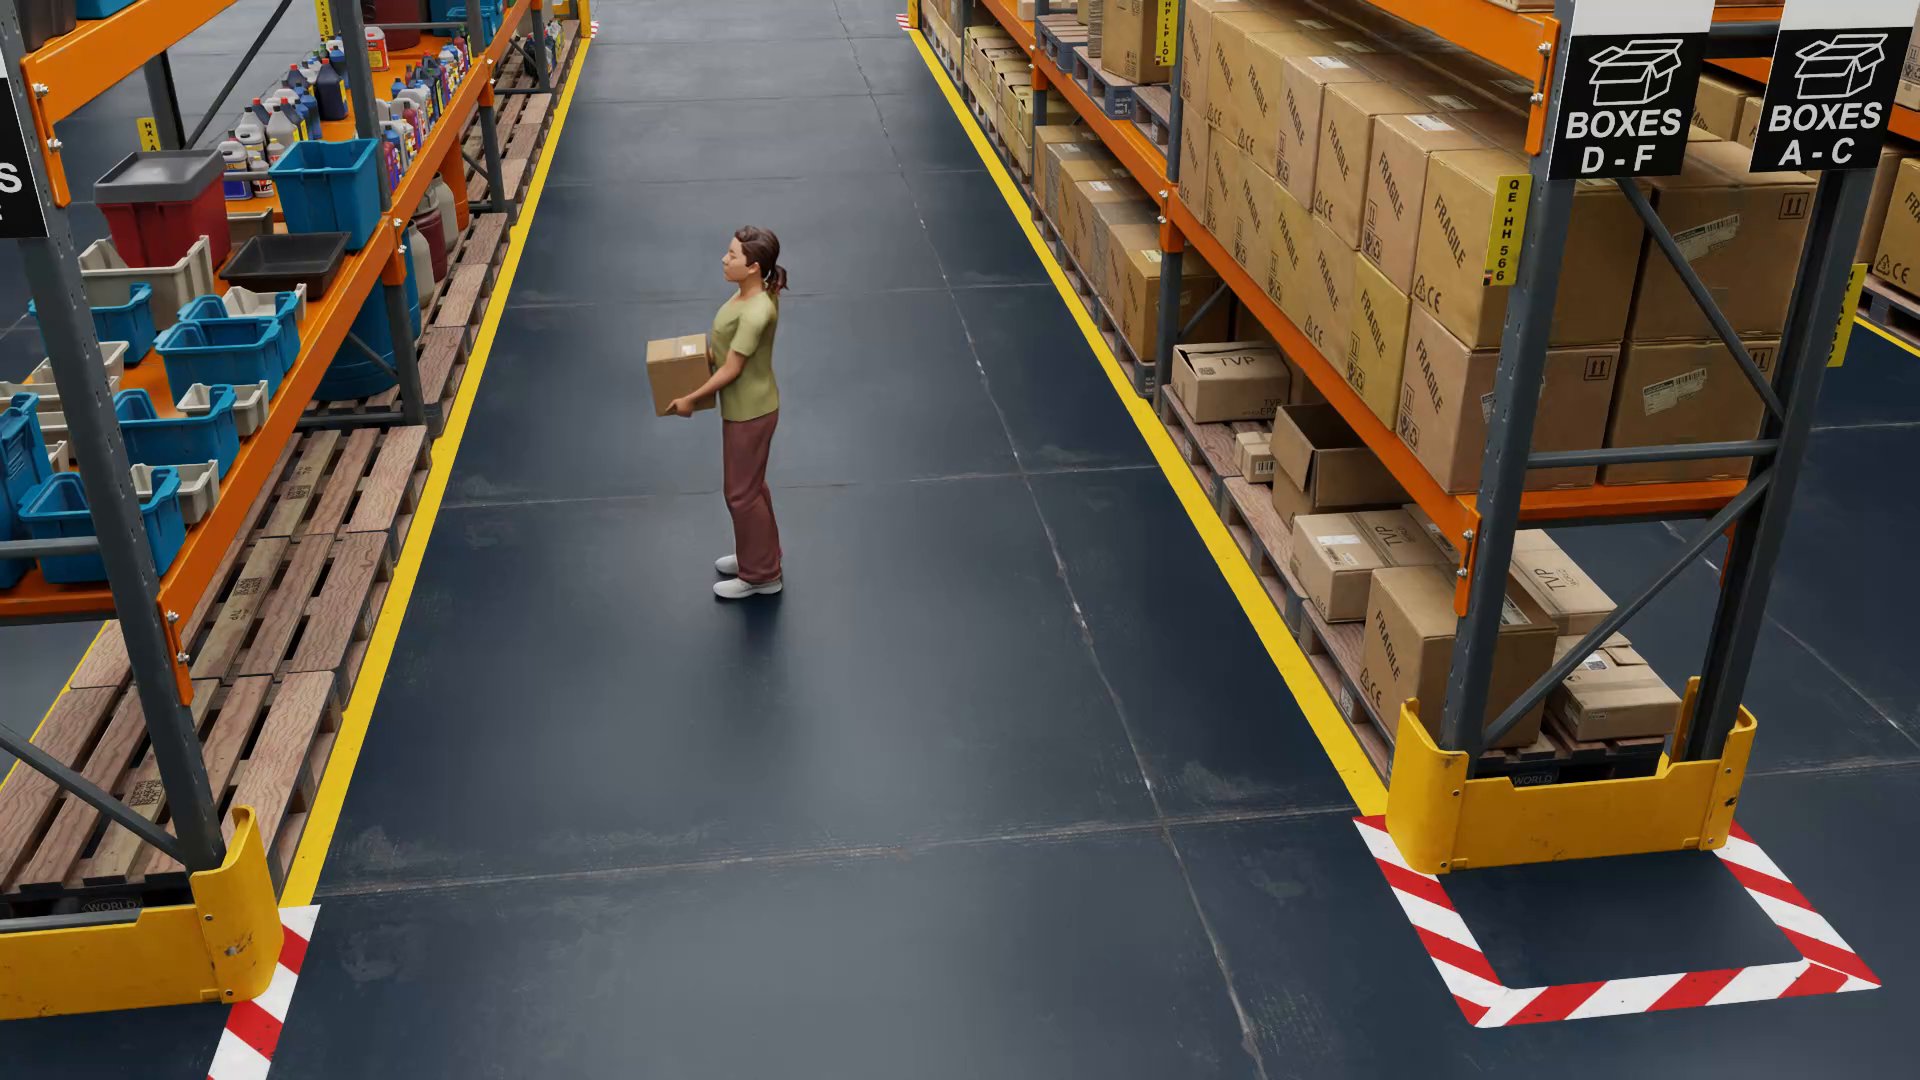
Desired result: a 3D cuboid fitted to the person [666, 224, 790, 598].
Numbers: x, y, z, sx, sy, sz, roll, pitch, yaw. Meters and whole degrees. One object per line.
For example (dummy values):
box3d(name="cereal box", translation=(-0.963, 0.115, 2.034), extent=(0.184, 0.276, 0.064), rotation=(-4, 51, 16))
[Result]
box3d(name="person", translation=(-0.984, -0.542, 7.192), extent=(0.552, 1.654, 0.428), rotation=(-4, 27, -7))
